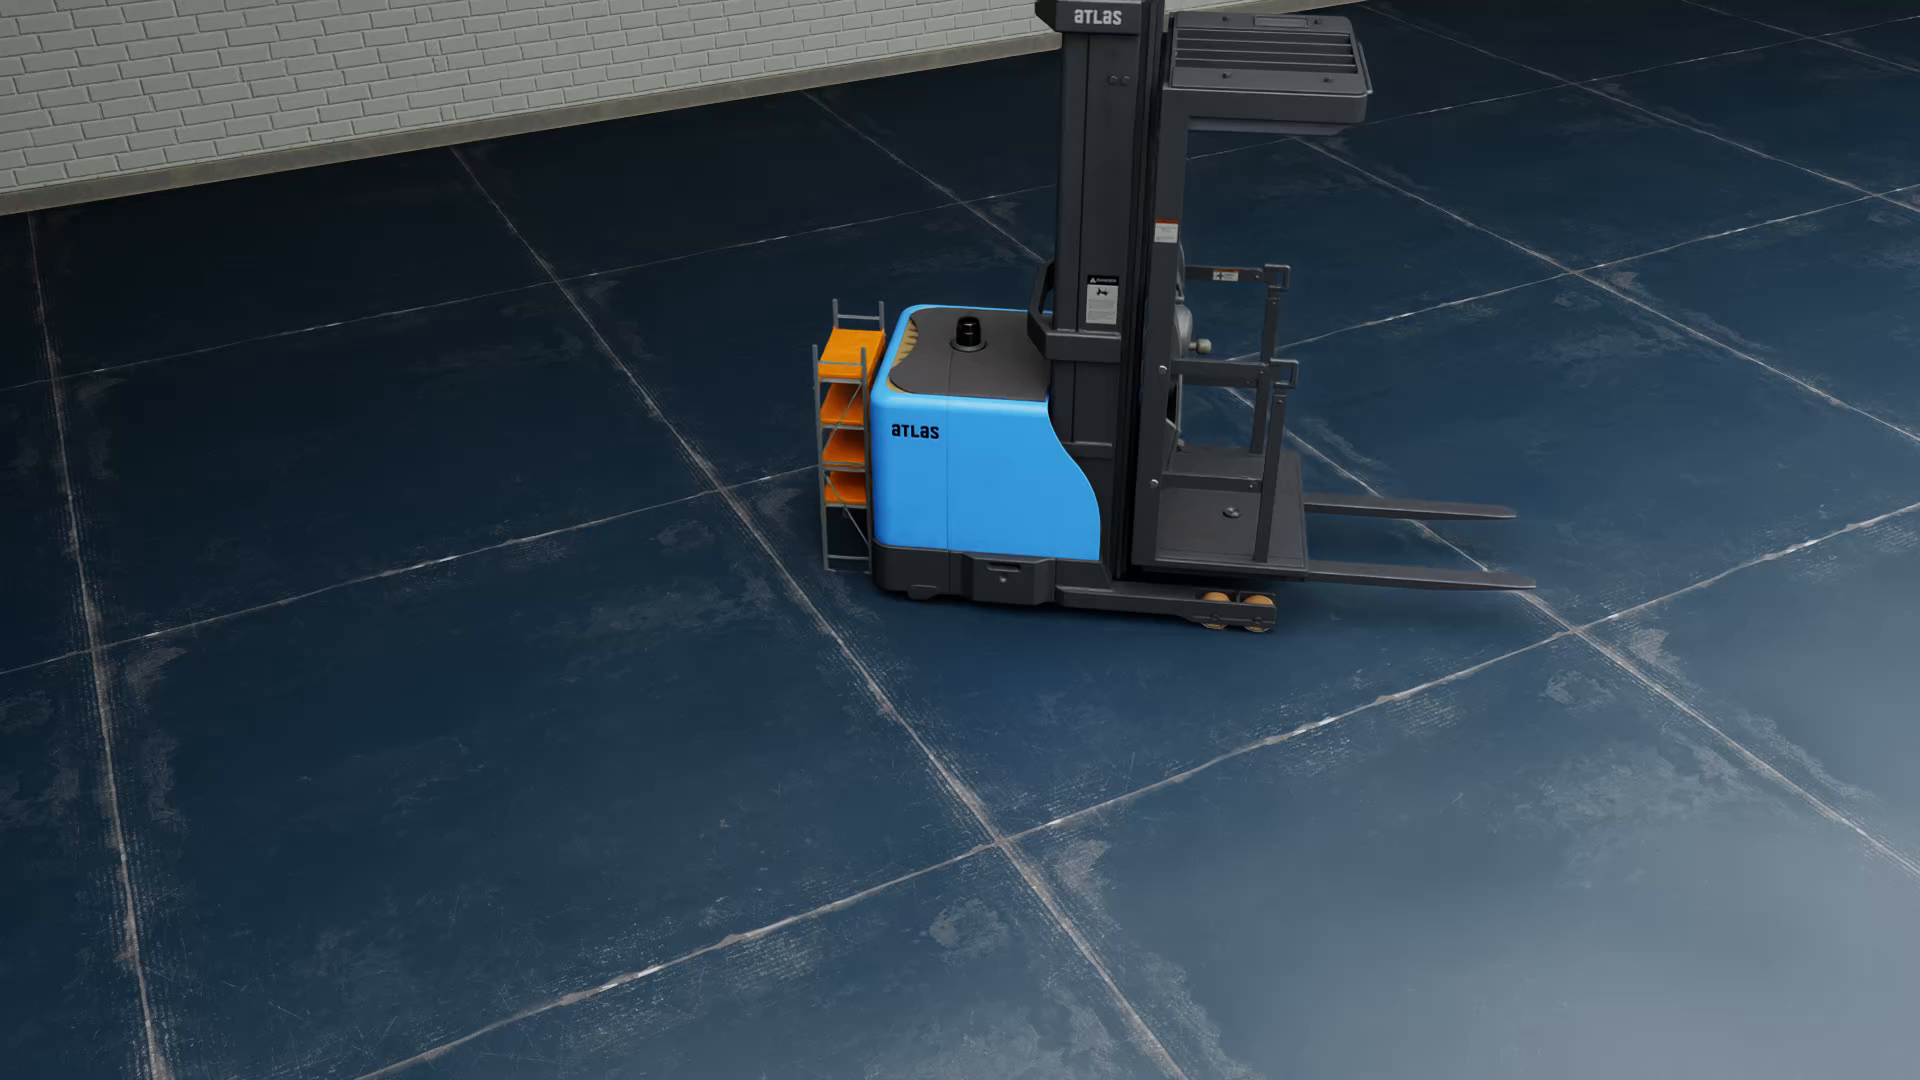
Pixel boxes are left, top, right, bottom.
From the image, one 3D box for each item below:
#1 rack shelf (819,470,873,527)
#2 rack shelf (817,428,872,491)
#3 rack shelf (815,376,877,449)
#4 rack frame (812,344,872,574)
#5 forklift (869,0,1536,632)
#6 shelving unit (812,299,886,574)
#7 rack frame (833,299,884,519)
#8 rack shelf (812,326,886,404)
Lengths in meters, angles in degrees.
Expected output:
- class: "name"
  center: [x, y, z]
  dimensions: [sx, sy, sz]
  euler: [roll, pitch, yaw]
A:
- class: "rack shelf"
  center: [-0.506, -0.258, 8.034]
  dimensions: [0.258, 0.148, 0.480]
  euler: [4, 33, 6]
- class: "rack shelf"
  center: [-0.506, -0.425, 7.927]
  dimensions: [0.258, 0.148, 0.480]
  euler: [4, 33, 6]
- class: "rack shelf"
  center: [-0.506, -0.614, 7.806]
  dimensions: [0.258, 0.148, 0.480]
  euler: [4, 33, 6]
- class: "rack frame"
  center: [-0.535, -0.351, 7.686]
  dimensions: [0.240, 1.200, 0.015]
  euler: [4, 33, 6]
- class: "forklift"
  center: [1.145, -1.120, 7.281]
  dimensions: [3.031, 2.935, 1.130]
  euler: [4, 33, 6]
- class: "shelving unit"
  center: [-0.506, -0.482, 7.890]
  dimensions: [0.258, 1.200, 0.503]
  euler: [4, 33, 6]
- class: "rack frame"
  center: [-0.476, -0.613, 8.094]
  dimensions: [0.240, 1.200, 0.015]
  euler: [4, 33, 6]
- class: "rack shelf"
  center: [-0.506, -0.813, 7.678]
  dimensions: [0.258, 0.148, 0.480]
  euler: [4, 33, 6]
